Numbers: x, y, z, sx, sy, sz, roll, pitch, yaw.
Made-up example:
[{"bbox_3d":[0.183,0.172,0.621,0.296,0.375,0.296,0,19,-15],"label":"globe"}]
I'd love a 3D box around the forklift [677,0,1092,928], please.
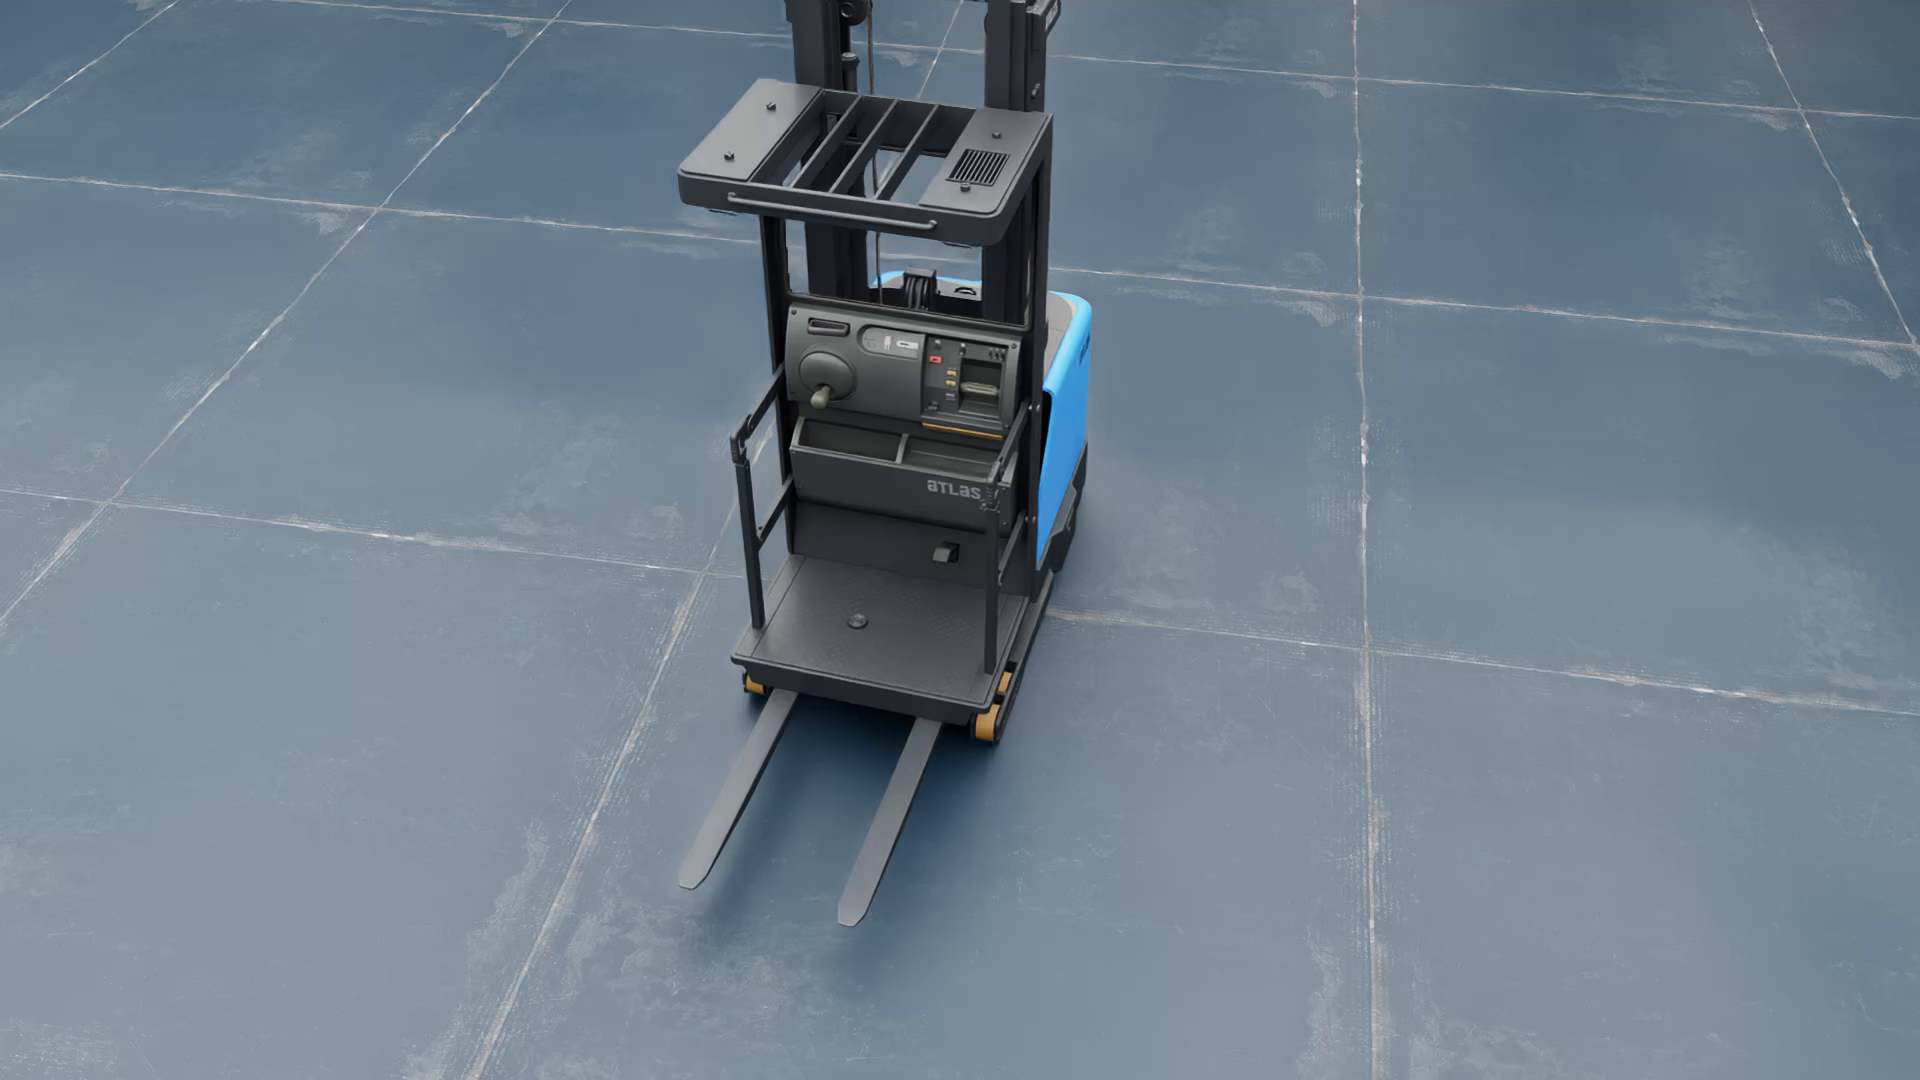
[{"bbox_3d":[-0.283,-0.581,6.250,1.130,2.935,3.031,10,41,12],"label":"forklift"}]
